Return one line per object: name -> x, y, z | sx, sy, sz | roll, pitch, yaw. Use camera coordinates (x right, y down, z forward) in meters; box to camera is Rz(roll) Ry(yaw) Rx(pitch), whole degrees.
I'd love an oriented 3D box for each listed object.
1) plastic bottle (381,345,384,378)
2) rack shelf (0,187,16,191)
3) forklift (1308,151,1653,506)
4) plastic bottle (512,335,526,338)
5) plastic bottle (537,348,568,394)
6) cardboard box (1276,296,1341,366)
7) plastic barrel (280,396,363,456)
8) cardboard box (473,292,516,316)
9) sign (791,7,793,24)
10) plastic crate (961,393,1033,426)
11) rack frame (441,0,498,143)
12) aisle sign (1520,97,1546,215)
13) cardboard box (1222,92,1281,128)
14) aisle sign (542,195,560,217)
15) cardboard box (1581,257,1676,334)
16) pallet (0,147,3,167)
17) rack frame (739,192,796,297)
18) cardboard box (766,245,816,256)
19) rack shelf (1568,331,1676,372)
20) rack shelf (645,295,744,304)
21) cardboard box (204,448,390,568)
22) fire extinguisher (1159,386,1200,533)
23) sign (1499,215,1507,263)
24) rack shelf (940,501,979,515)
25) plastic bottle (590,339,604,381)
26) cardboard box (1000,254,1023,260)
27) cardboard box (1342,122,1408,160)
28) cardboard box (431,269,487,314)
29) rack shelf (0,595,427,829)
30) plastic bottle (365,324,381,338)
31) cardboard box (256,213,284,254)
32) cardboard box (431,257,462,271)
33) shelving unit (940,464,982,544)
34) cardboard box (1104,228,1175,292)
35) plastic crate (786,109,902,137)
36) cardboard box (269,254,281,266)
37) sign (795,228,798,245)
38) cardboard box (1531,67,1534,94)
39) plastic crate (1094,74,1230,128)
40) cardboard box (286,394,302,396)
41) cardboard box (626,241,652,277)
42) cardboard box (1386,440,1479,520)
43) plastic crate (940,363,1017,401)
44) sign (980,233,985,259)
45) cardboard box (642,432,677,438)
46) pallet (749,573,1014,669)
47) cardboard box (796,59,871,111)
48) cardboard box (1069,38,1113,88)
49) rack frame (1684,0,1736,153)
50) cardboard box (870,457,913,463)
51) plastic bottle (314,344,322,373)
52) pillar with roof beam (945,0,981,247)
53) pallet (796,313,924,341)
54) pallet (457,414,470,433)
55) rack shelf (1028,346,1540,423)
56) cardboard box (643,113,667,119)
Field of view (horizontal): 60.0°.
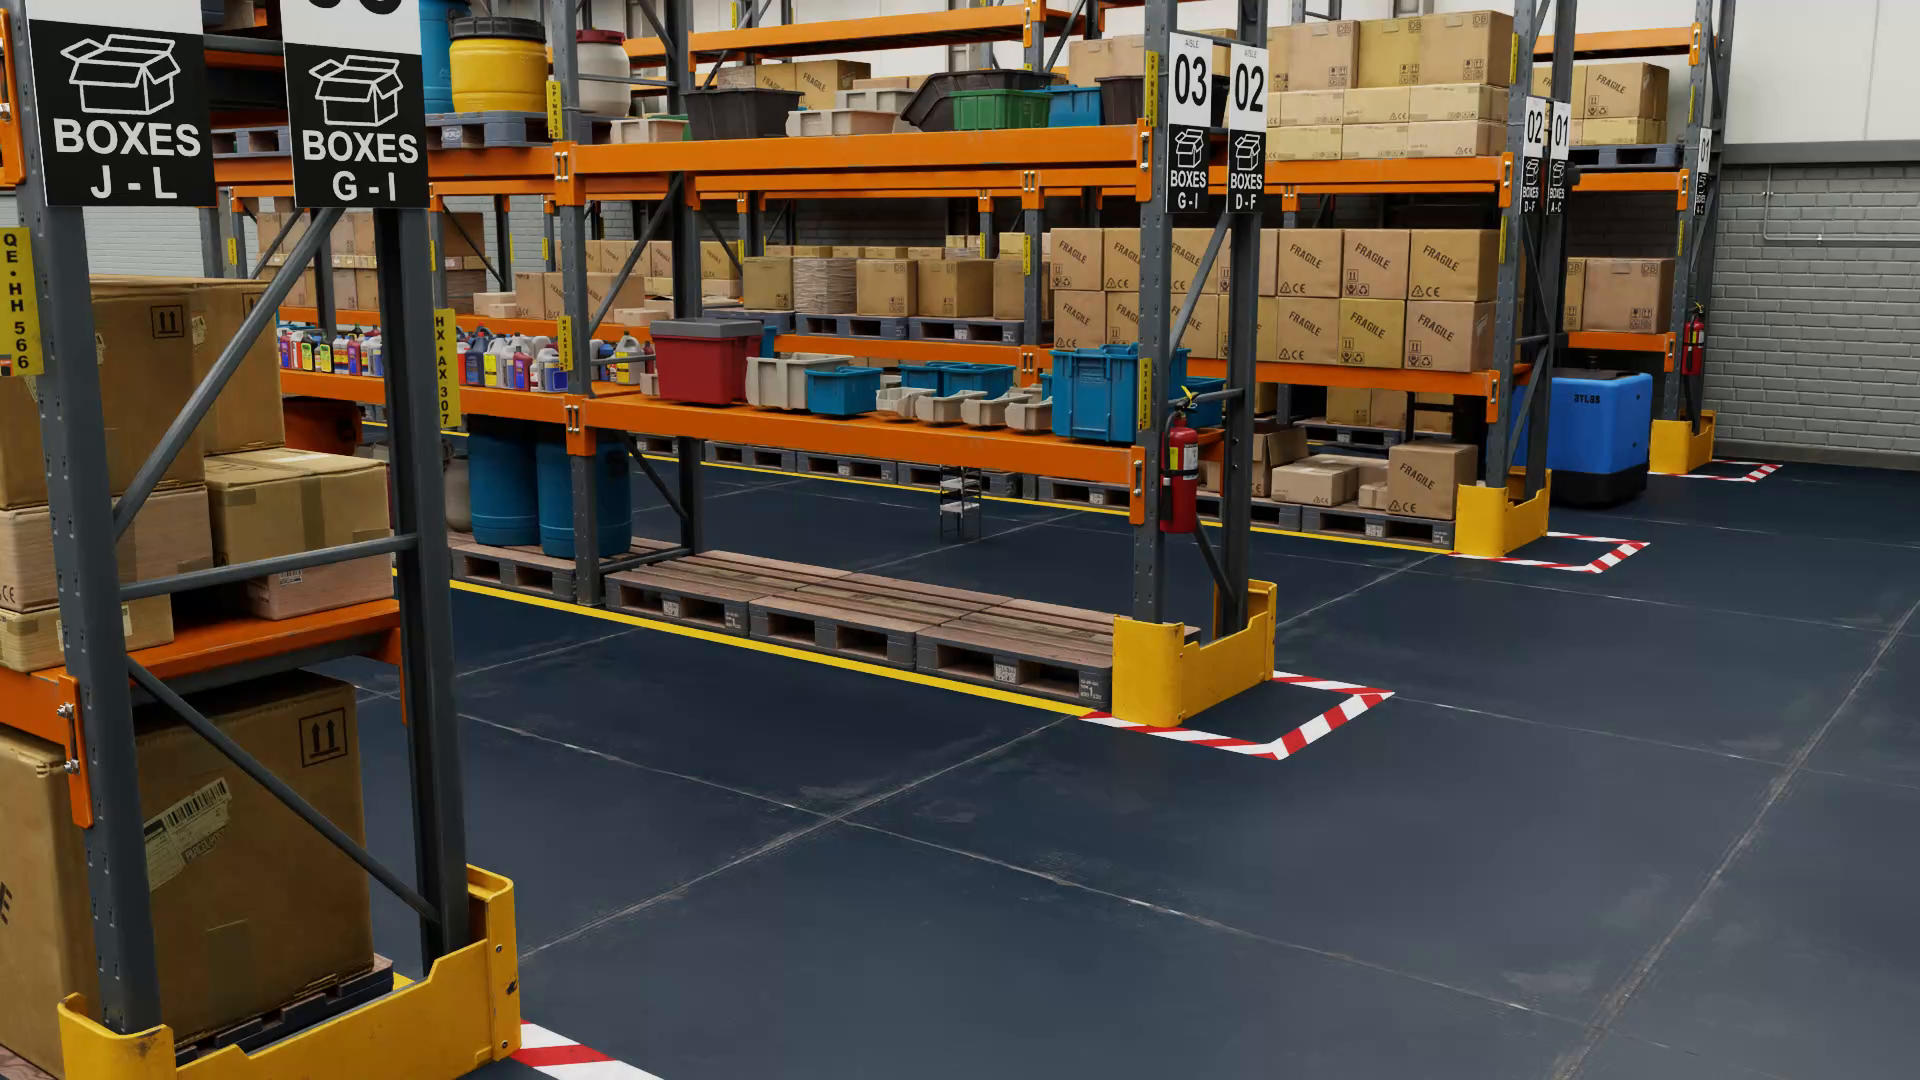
plastic bottle -> -3.876, -1.286, 11.408 | 0.185, 0.351, 0.144 | 8, 13, 36
rack shelf -> -10.114, -3.377, 16.083 | 4.000, 0.370, 1.077 | 8, 13, 36
forklift -> 4.510, -1.929, 14.782 | 3.031, 2.935, 1.130 | 9, 14, 39
plastic bottle -> -3.135, -1.312, 11.743 | 0.135, 0.276, 0.152 | 8, 13, 36
plastic bottle -> -2.563, -1.067, 10.473 | 0.135, 0.276, 0.152 | 8, 13, 36
cardboard box -> 2.764, -1.613, 12.709 | 0.500, 0.500, 0.500 | 8, 14, 36
plastic barrel -> -4.873, -0.671, 12.708 | 0.708, 0.830, 0.600 | 8, 13, 36
cardboard box -> -5.144, -2.668, 18.817 | 0.500, 0.250, 0.500 | 9, 14, 39
sign -> -2.314, -7.116, 22.746 | 0.005, 0.325, 0.100 | 8, 13, 36
plastic crate -> 0.181, -0.682, 8.693 | 0.243, 0.136, 0.396 | 8, 13, 36
rack frame -> -5.567, -5.736, 18.485 | 0.127, 3.000, 1.000 | 8, 13, 36
aisle sign -> 3.979, -2.663, 11.552 | 0.004, 0.787, 0.394 | 8, 13, 36
cardboard box -> 2.329, -3.272, 12.729 | 0.500, 0.250, 0.500 | 8, 13, 36
aisle sign -> -6.097, -5.237, 24.859 | 0.004, 0.787, 0.394 | 8, 13, 36
cardboard box -> 6.617, -2.403, 16.263 | 0.700, 0.700, 0.980 | 9, 14, 38
pallet -> -9.141, -3.478, 15.212 | 1.003, 0.211, 1.213 | 8, 13, 36
rack frame -> -2.638, -3.549, 22.977 | 0.127, 3.000, 1.000 | 8, 13, 36
cardboard box -> -2.248, -3.752, 22.603 | 0.500, 0.500, 0.700 | 8, 14, 36
rack shelf -> 5.422, -2.071, 17.234 | 4.000, 0.370, 1.077 | 8, 13, 36
rack shelf -> -4.250, -3.421, 24.207 | 4.000, 0.370, 1.077 | 8, 13, 36
cardboard box -> -1.988, -0.093, 4.723 | 0.500, 0.250, 0.500 | 8, 13, 34
fire extinguisher -> 1.023, -0.376, 7.759 | 0.183, 0.674, 0.296 | 8, 13, 36
sign -> 3.761, -2.082, 11.513 | 0.005, 0.325, 0.100 | 8, 13, 36
rack shelf -> 0.007, -0.231, 12.480 | 0.200, 0.077, 0.258 | 8, 13, 36
plastic bottle -> -2.496, -1.223, 11.283 | 0.135, 0.276, 0.152 | 8, 13, 36
cardboard box -> 0.826, -3.210, 20.128 | 0.500, 0.500, 0.500 | 8, 14, 37
cardboard box -> 3.139, -2.915, 12.199 | 0.500, 0.250, 0.500 | 8, 13, 36
cardboard box -> -5.928, -2.888, 19.298 | 0.500, 0.500, 0.700 | 8, 13, 34
rack shelf -> -3.373, 0.203, 5.475 | 4.000, 0.370, 1.077 | 8, 13, 36
plastic bottle -> -4.513, -1.519, 12.792 | 0.133, 0.283, 0.061 | 8, 13, 36
cardboard box -> -8.379, -3.865, 20.934 | 0.500, 0.500, 0.700 | 8, 14, 36
cardboard box -> -5.913, -3.155, 18.972 | 0.250, 0.149, 0.380 | 8, 13, 35
shelving unit -> 0.007, -0.441, 12.439 | 0.210, 0.900, 0.258 | 8, 13, 36
cardboard box -> 1.511, -2.277, 13.505 | 0.500, 0.500, 0.500 | 7, 13, 34
plastic crate -> -0.642, -2.221, 8.908 | 0.530, 0.136, 0.437 | 8, 13, 36
cardboard box -> -8.388, -3.501, 20.758 | 0.250, 0.149, 0.380 | 8, 13, 34
sign -> -2.312, -4.203, 23.308 | 0.005, 0.325, 0.100 | 8, 13, 36
cardboard box -> 5.461, -4.378, 16.417 | 0.500, 0.500, 0.500 | 7, 13, 33
plastic crate -> 1.025, -2.178, 8.335 | 0.590, 0.269, 0.497 | 8, 13, 36
cardboard box -> -8.085, -1.946, 20.825 | 0.500, 0.250, 0.500 | 8, 13, 36
cardboard box -> -4.427, -4.031, 23.836 | 0.500, 0.500, 0.500 | 8, 14, 37
cardboard box -> 3.521, -0.453, 12.398 | 0.500, 0.500, 0.500 | 8, 13, 36
plastic crate -> 0.105, -0.857, 9.343 | 0.300, 0.233, 0.416 | 8, 13, 36
sign -> 0.273, -3.545, 20.115 | 0.005, 0.325, 0.100 | 8, 13, 36
cardboard box -> -2.911, -1.218, 17.064 | 0.500, 0.250, 0.500 | 8, 14, 37
pallet -> -0.451, 0.450, 9.648 | 1.213, 0.211, 1.003 | 8, 13, 36
cardboard box -> -1.173, -4.188, 15.489 | 0.500, 0.500, 0.500 | 8, 13, 36
cardboard box -> 1.296, -3.855, 13.764 | 0.500, 0.500, 0.700 | 8, 13, 36
rack frame -> 7.034, -5.145, 15.433 | 0.127, 3.000, 1.000 | 8, 13, 36
cardboard box -> -0.484, -1.004, 15.247 | 0.500, 0.500, 0.500 | 8, 14, 36
plastic bottle -> -4.563, -1.303, 11.889 | 0.097, 0.201, 0.097 | 0, 11, 0
pillar with roof beam -> -2.498, -5.664, 18.116 | 0.400, 9.000, 9.100 | 8, 13, 36
pallet -> -0.773, -2.028, 15.622 | 1.213, 0.211, 1.003 | 8, 13, 36
pallet -> -4.950, -1.344, 18.922 | 1.213, 0.211, 1.003 | 8, 13, 36
rack shelf -> 2.493, -1.313, 13.312 | 4.000, 0.370, 1.077 | 8, 13, 36
cardboard box -> -4.077, -5.703, 23.267 | 0.500, 0.500, 0.500 | 7, 13, 34
